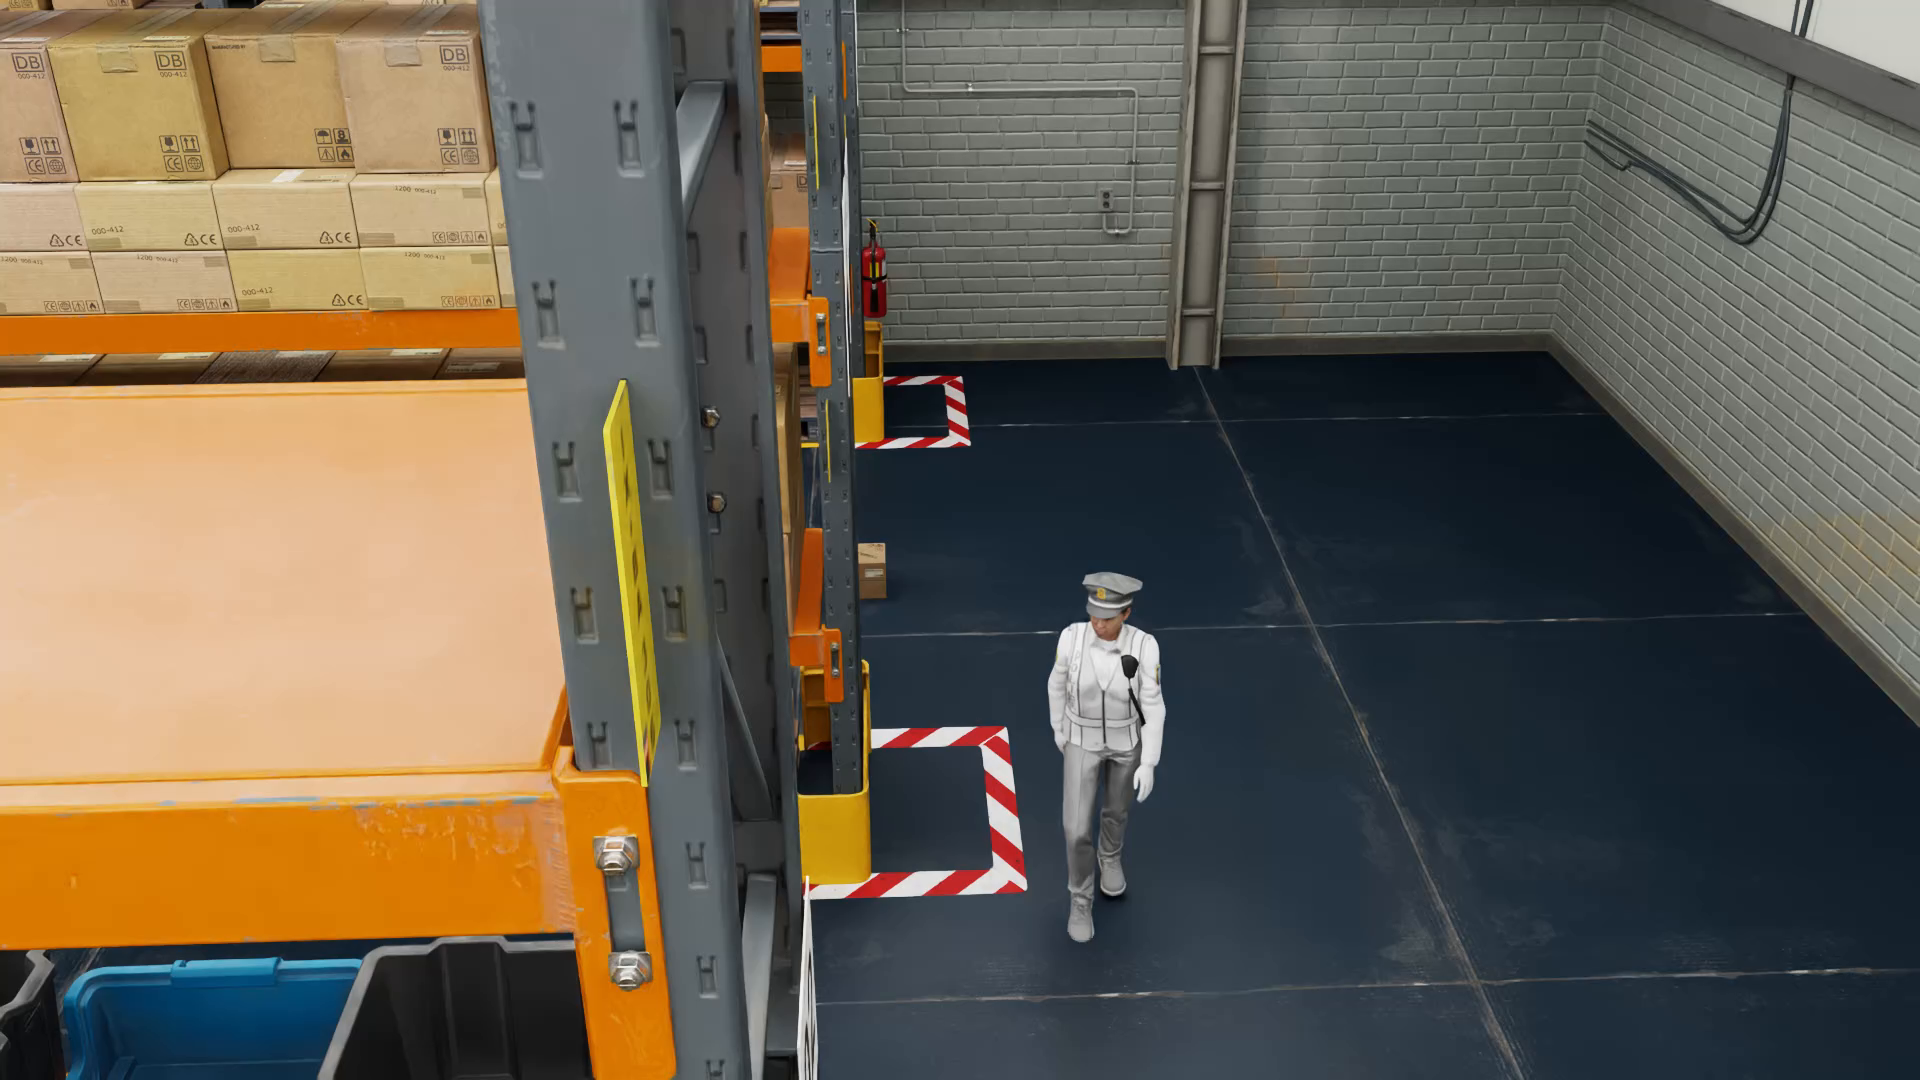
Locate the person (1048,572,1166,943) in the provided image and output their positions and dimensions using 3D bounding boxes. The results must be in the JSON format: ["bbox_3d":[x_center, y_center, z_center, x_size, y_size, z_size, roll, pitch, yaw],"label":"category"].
[{"bbox_3d":[0.623,0.928,7.211,0.503,1.741,0.558,2,28,4],"label":"person"}]
